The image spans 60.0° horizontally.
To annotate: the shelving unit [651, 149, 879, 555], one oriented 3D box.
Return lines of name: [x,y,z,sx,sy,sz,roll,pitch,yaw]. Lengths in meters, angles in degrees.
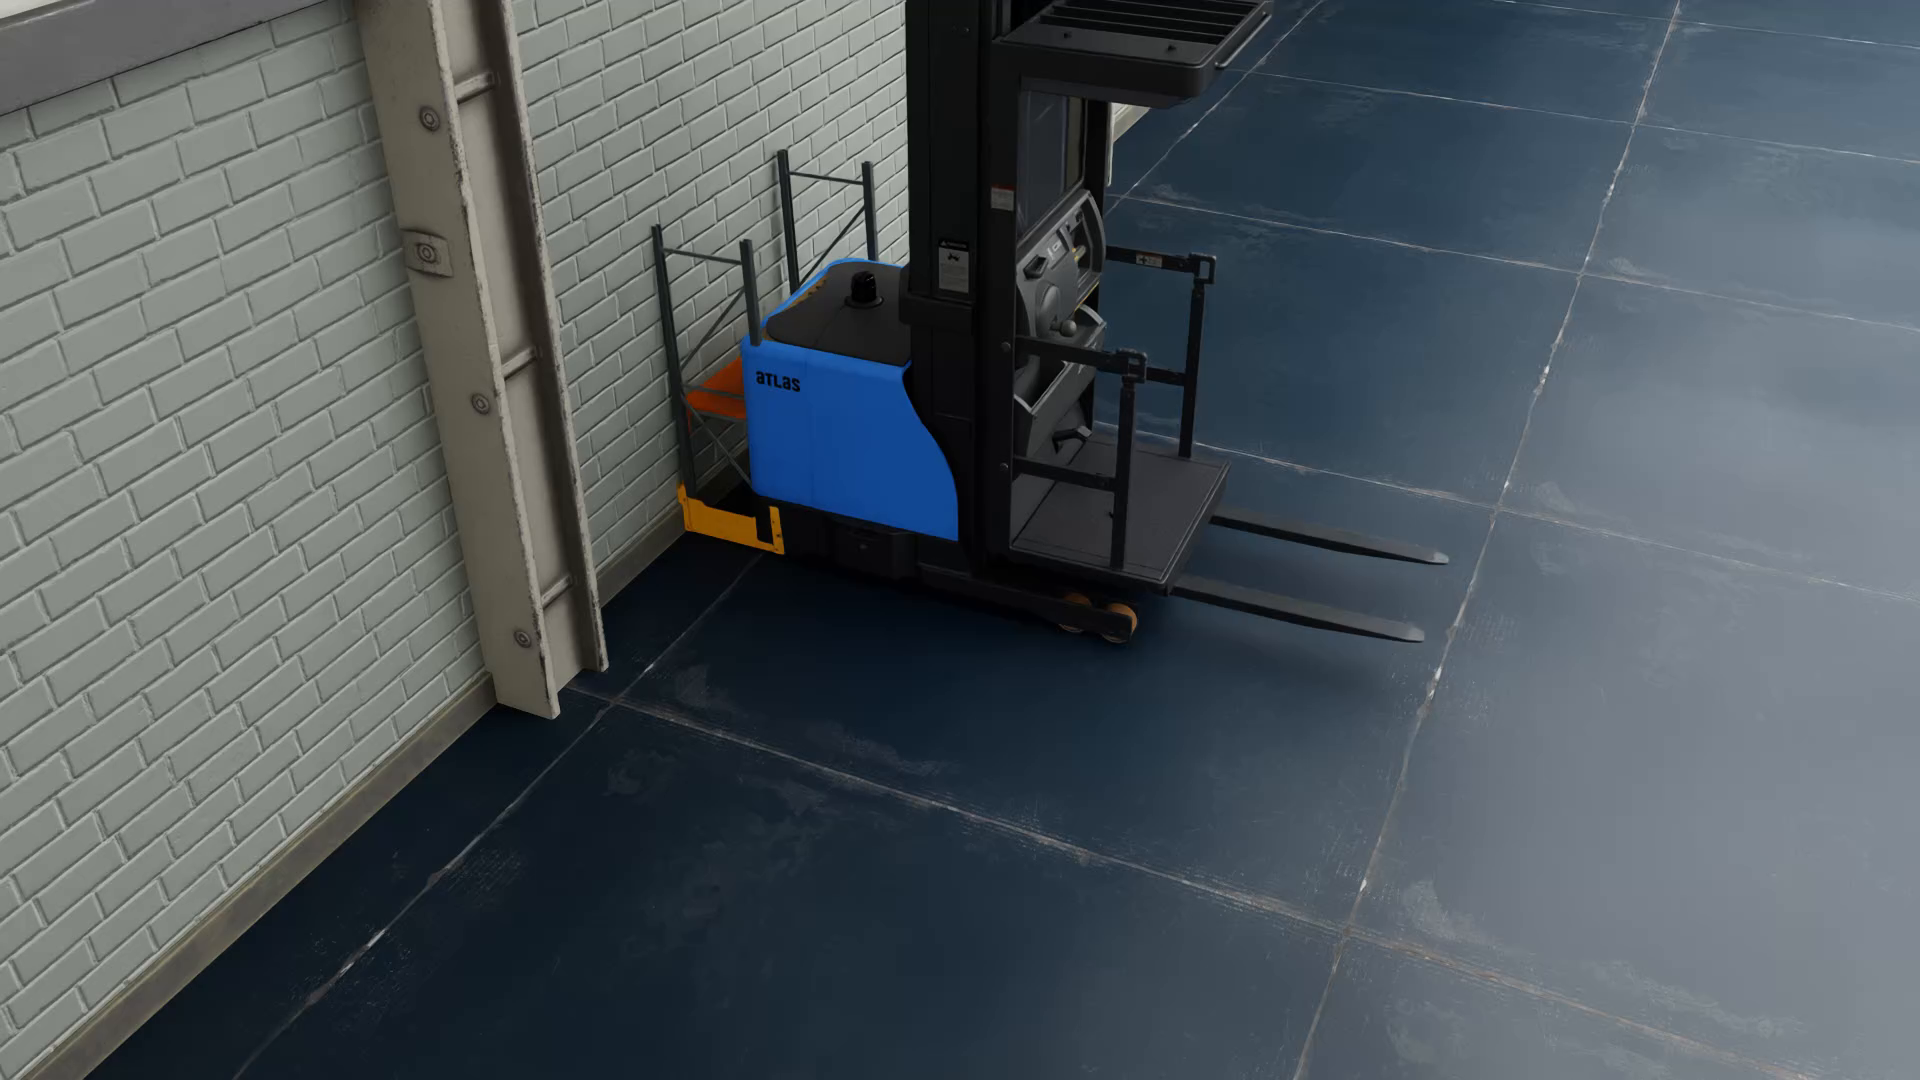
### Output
shelving unit: [-0.836,-0.889,7.706,0.587,1.500,1.083,13,35,23]

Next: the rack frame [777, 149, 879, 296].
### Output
rack frame: [-0.603,-1.140,8.094,0.500,1.500,0.032,13,35,23]

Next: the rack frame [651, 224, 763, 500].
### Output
rack frame: [-1.061,-0.646,7.333,0.500,1.500,0.032,13,35,23]

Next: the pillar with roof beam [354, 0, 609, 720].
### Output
pillar with roof beam: [2.224,-2.190,2.883,9.100,9.000,0.400,14,36,20]

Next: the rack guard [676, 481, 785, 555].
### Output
rack guard: [-1.039,-0.117,7.665,0.587,0.250,0.087,13,35,23]

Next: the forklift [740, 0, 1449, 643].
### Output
forklift: [0.605,-1.120,6.785,3.031,2.935,1.130,13,35,19]

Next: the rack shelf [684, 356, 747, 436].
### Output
rack shelf: [-0.826,-0.741,7.809,0.538,0.185,1.000,13,35,23]

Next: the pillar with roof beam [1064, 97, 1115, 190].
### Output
pillar with roof beam: [4.734,-5.178,7.440,9.100,9.000,0.400,14,36,20]
